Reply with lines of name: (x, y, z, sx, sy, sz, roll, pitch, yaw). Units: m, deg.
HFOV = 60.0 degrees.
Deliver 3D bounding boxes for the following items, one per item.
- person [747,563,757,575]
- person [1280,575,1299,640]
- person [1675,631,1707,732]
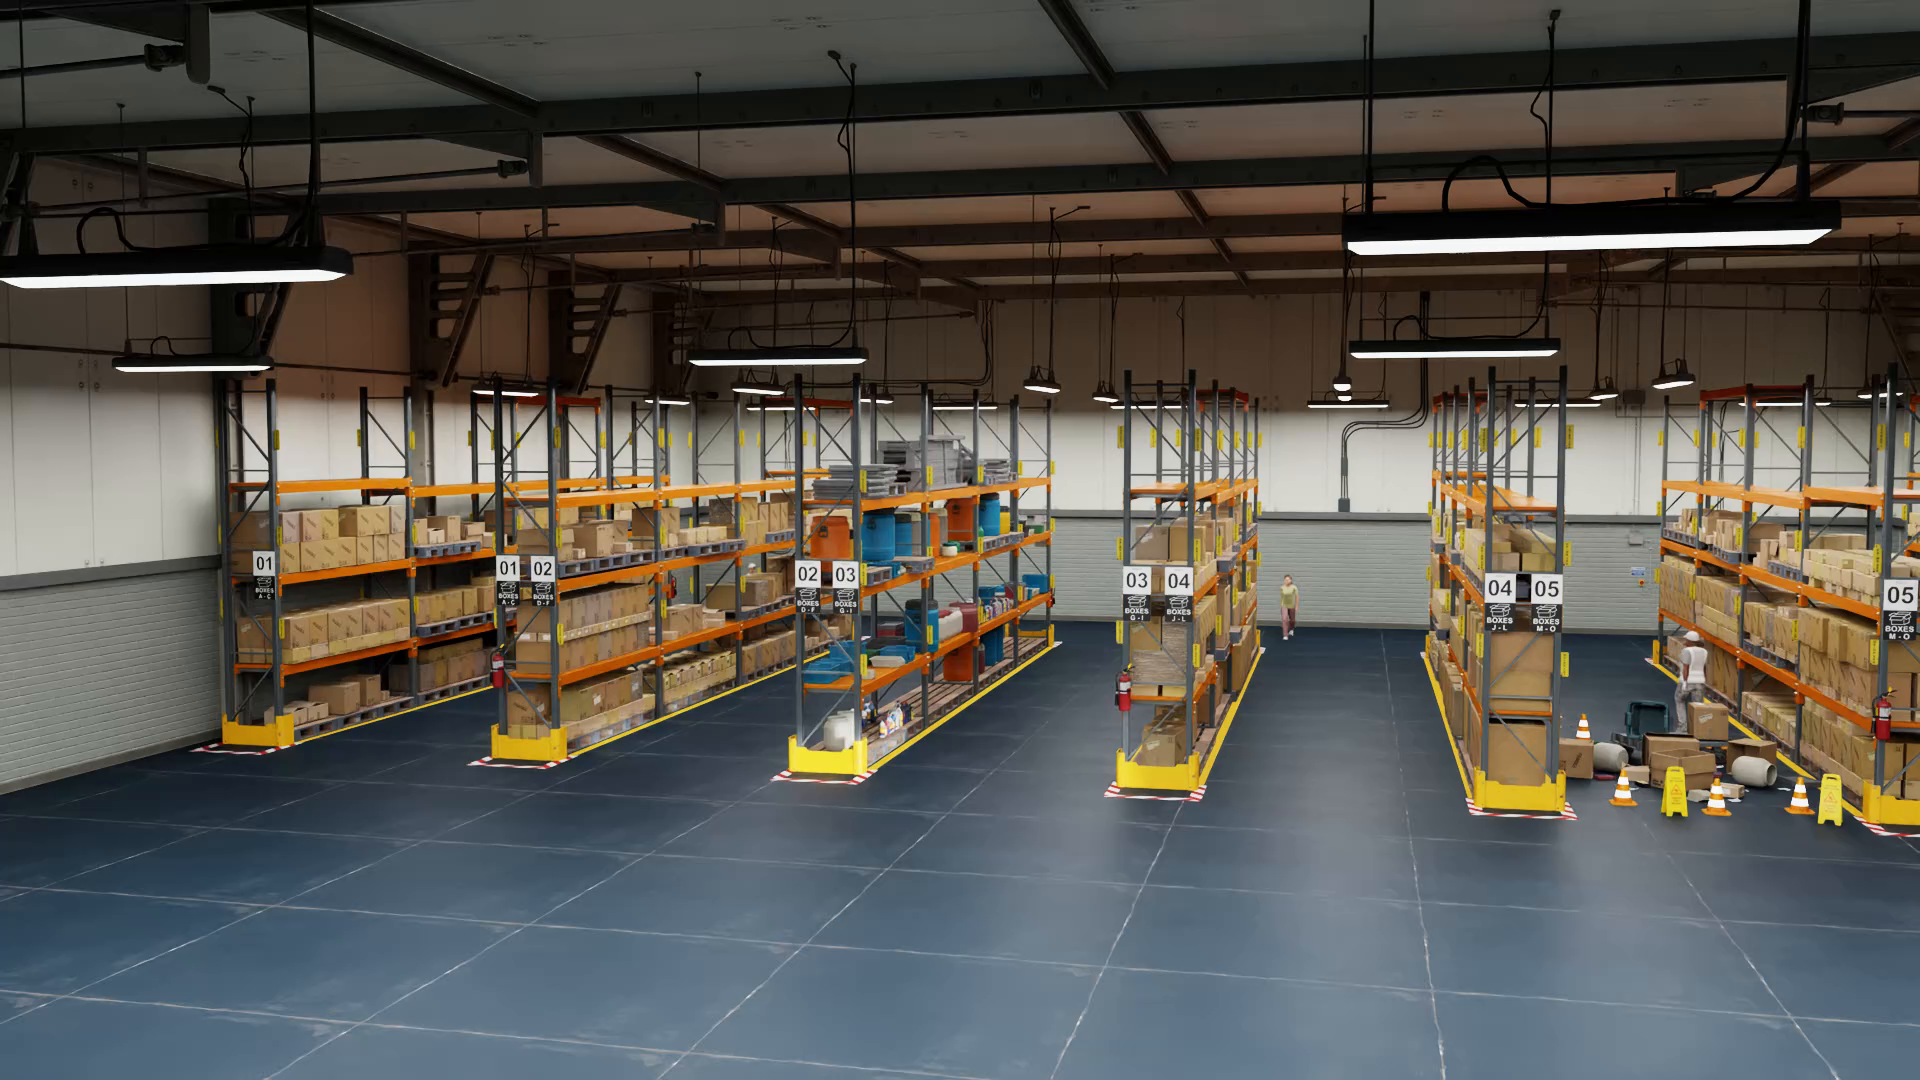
person: (-5.521, 1.489, 43.634, 0.784, 1.775, 0.513, 1, 4, 13)
person: (8.278, 1.674, 41.793, 0.451, 1.625, 0.948, 1, 3, 10)
person: (12.381, 2.448, 28.048, 0.532, 1.817, 0.556, 0, 3, -1)
